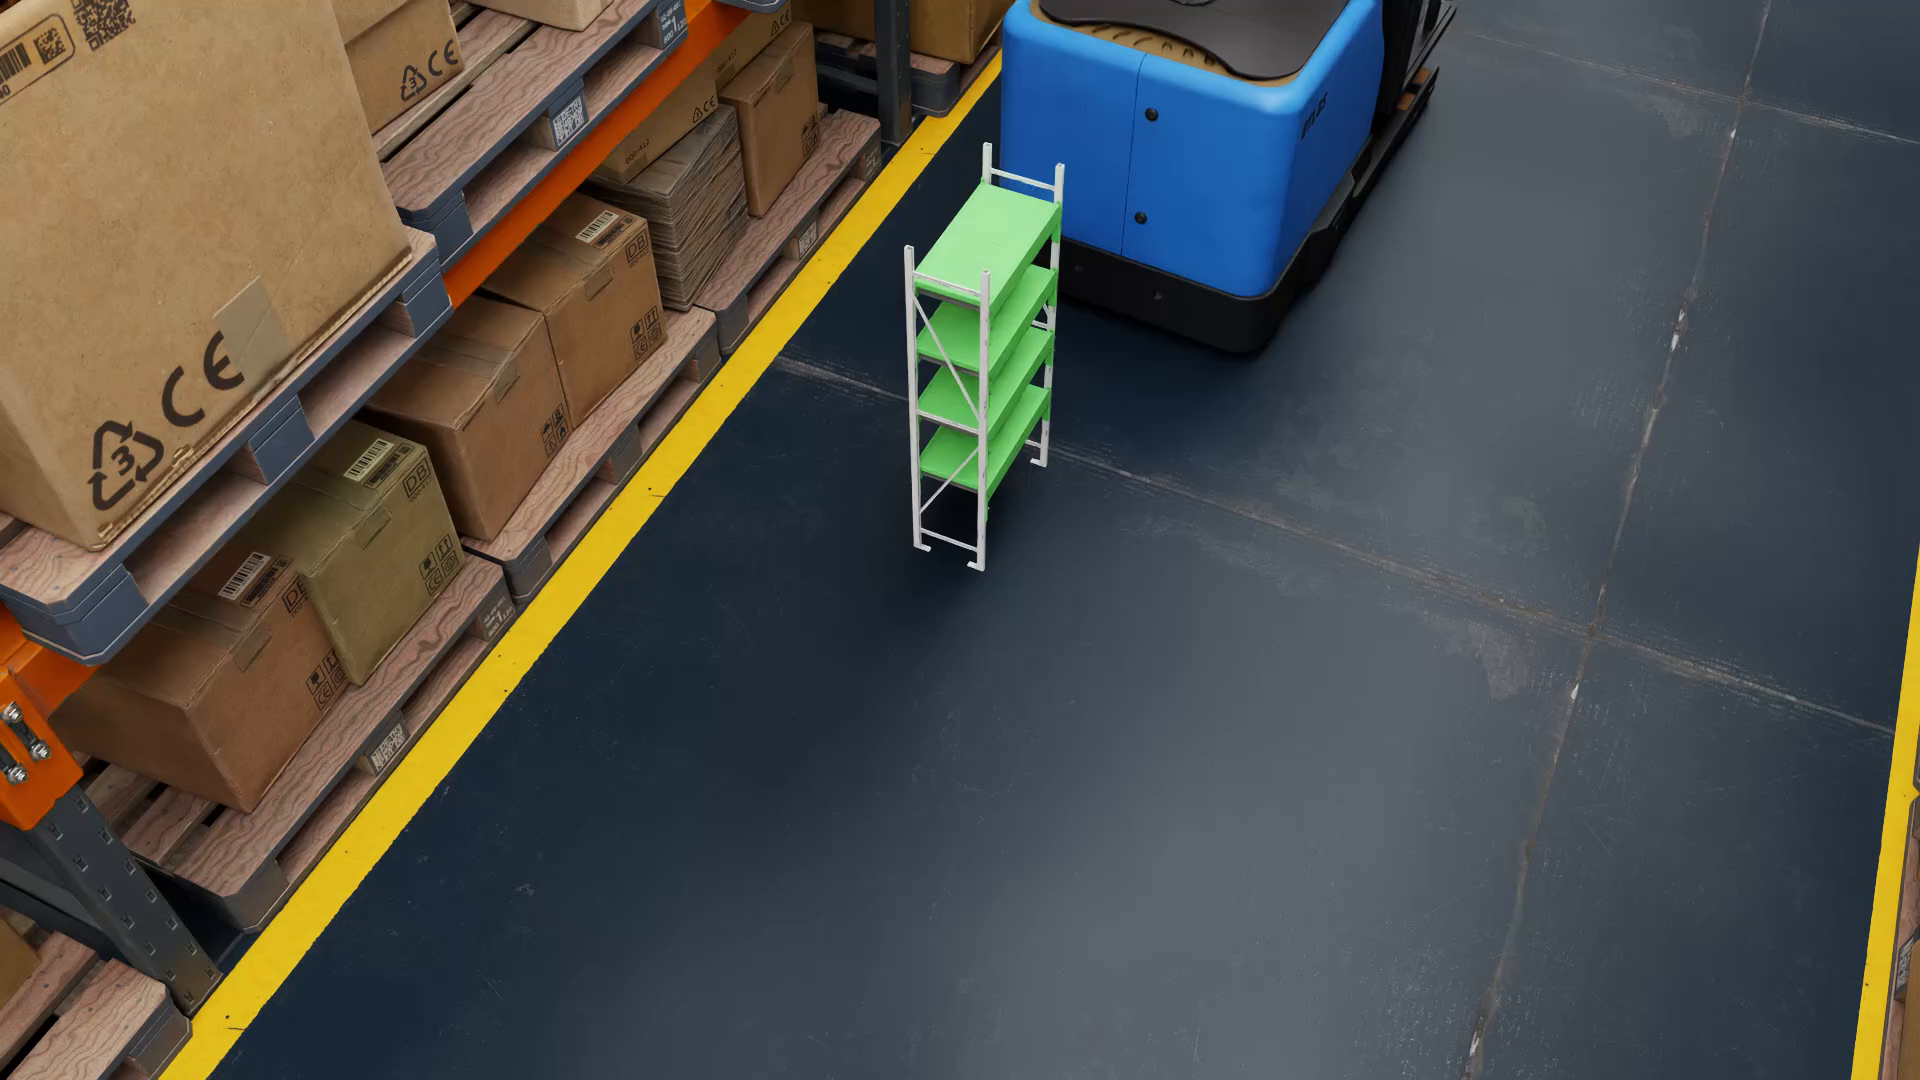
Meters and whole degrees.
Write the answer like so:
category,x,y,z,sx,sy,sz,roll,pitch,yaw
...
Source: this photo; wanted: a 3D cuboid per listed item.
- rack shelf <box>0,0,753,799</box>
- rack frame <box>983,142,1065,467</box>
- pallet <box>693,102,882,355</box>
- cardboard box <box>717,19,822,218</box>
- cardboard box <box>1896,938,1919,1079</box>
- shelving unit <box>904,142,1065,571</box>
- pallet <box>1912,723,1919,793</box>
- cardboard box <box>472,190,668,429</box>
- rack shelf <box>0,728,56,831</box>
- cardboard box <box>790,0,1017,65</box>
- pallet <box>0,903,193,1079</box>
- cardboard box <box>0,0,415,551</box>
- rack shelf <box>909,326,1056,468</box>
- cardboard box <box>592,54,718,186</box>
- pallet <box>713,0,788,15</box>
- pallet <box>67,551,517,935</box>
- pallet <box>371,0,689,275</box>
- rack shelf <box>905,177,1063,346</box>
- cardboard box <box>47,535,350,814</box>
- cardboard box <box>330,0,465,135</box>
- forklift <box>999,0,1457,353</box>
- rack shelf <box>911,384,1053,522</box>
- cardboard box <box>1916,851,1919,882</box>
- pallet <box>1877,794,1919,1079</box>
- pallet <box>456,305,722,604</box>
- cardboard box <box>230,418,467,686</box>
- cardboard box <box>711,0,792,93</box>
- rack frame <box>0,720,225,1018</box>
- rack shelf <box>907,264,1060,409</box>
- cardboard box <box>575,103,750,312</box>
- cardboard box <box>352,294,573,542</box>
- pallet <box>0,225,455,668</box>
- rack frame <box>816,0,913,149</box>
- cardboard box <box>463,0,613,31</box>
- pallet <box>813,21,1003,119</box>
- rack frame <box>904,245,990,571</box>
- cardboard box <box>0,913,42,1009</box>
category,x,y,z,sx,sy,sz,roll,pitch,yaw
rack shelf,-1.520,-1.109,4.697,1.077,0.370,4.000,20,52,16
rack frame,0.175,-0.671,5.033,0.240,1.200,0.015,20,52,16
pallet,-1.001,-1.278,6.199,1.003,0.211,1.213,20,52,16
cardboard box,-0.934,-1.584,5.981,0.700,0.500,0.500,17,52,14
cardboard box,2.666,1.192,3.468,1.050,0.750,0.750,20,52,16
shelving unit,0.071,-0.503,4.890,0.258,1.200,0.503,20,52,16
pallet,3.370,0.386,4.783,1.003,0.211,1.213,20,52,16
cardboard box,-1.395,-0.805,5.318,0.700,0.500,0.500,24,54,19
rack shelf,-3.229,1.645,2.353,1.077,0.370,4.000,20,52,16
cardboard box,-0.352,-2.635,6.642,1.225,0.875,0.875,18,52,14
pallet,-2.630,1.413,3.909,1.003,0.211,1.213,20,52,16
cardboard box,-1.909,-0.797,3.289,1.000,1.000,1.000,20,53,16
rack shelf,0.071,-0.461,4.939,0.258,0.148,0.480,20,52,16
cardboard box,-1.142,-1.455,5.379,0.500,0.250,0.500,25,54,20
pallet,-0.874,-2.132,5.220,1.213,0.211,1.003,20,52,16
pallet,-2.044,0.402,4.769,1.003,0.211,1.213,20,52,16
pallet,-1.475,-1.281,4.496,1.003,0.211,1.213,20,52,16
rack shelf,0.071,-0.772,4.573,0.258,0.148,0.480,20,52,16
cardboard box,-2.093,0.287,4.389,0.700,0.500,0.500,16,52,13
cardboard box,-1.718,-1.358,4.093,0.797,0.503,0.637,25,54,20
forklift,1.269,-2.719,5.639,1.130,2.935,3.031,23,53,18
rack shelf,0.071,-0.306,5.121,0.258,0.148,0.480,20,52,16
cardboard box,3.064,0.550,4.014,1.050,0.750,0.750,21,53,17
pallet,2.848,1.223,4.071,1.003,0.211,1.213,20,52,16
pallet,-1.524,-0.441,5.487,1.003,0.211,1.213,20,52,16
cardboard box,-1.872,-0.036,4.663,0.700,0.500,0.500,20,52,16
cardboard box,-0.925,-1.824,5.692,0.500,0.250,0.500,22,53,18
rack frame,-2.375,0.035,3.251,1.000,3.000,0.127,20,52,16
rack shelf,0.071,-0.617,4.756,0.258,0.148,0.480,20,52,16
cardboard box,-1.160,-1.198,5.652,0.700,0.500,0.500,16,51,13
cardboard box,-1.634,-0.421,4.991,0.700,0.500,0.500,16,51,13
pallet,-1.917,-0.382,3.731,1.003,0.211,1.213,20,52,16
rack frame,-0.666,-2.719,5.594,1.000,3.000,0.127,20,52,16
cardboard box,-1.134,-1.576,4.434,0.396,0.266,0.258,18,52,15
pallet,-0.261,-2.334,7.098,1.003,0.211,1.213,20,52,16
rack frame,-0.034,-0.335,4.747,0.240,1.200,0.015,20,52,16
cardboard box,-2.582,0.971,3.819,0.500,0.500,0.500,18,52,15
